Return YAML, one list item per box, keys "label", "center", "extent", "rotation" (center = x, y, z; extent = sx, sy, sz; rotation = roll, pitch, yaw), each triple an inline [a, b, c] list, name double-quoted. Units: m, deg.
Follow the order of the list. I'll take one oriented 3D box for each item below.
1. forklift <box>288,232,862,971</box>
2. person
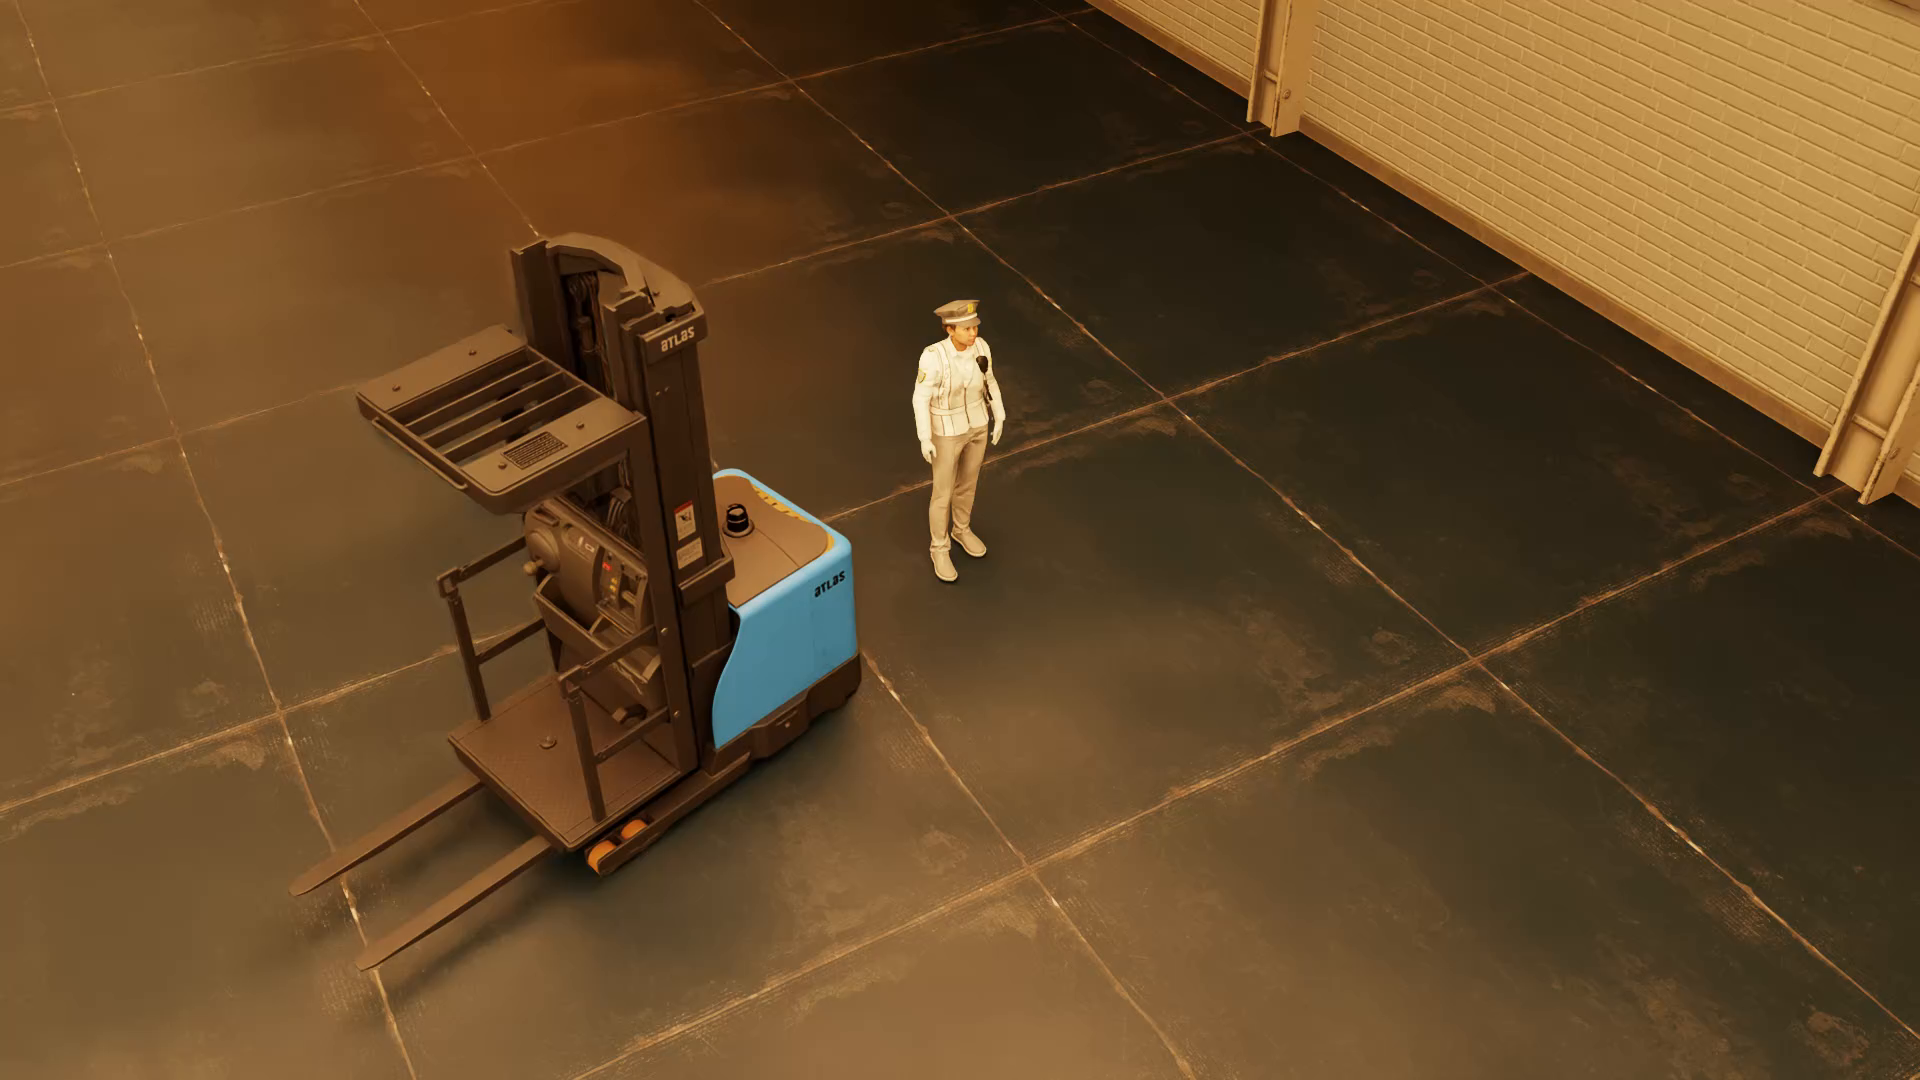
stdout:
- label: "forklift"
  center: [-1.933, 0.170, 7.831]
  extent: [1.130, 2.935, 3.031]
  rotation: [32, 49, 32]
- label: "person"
  center: [0.028, -0.619, 9.739]
  extent: [0.587, 1.696, 0.534]
  rotation: [-20, 44, -23]
